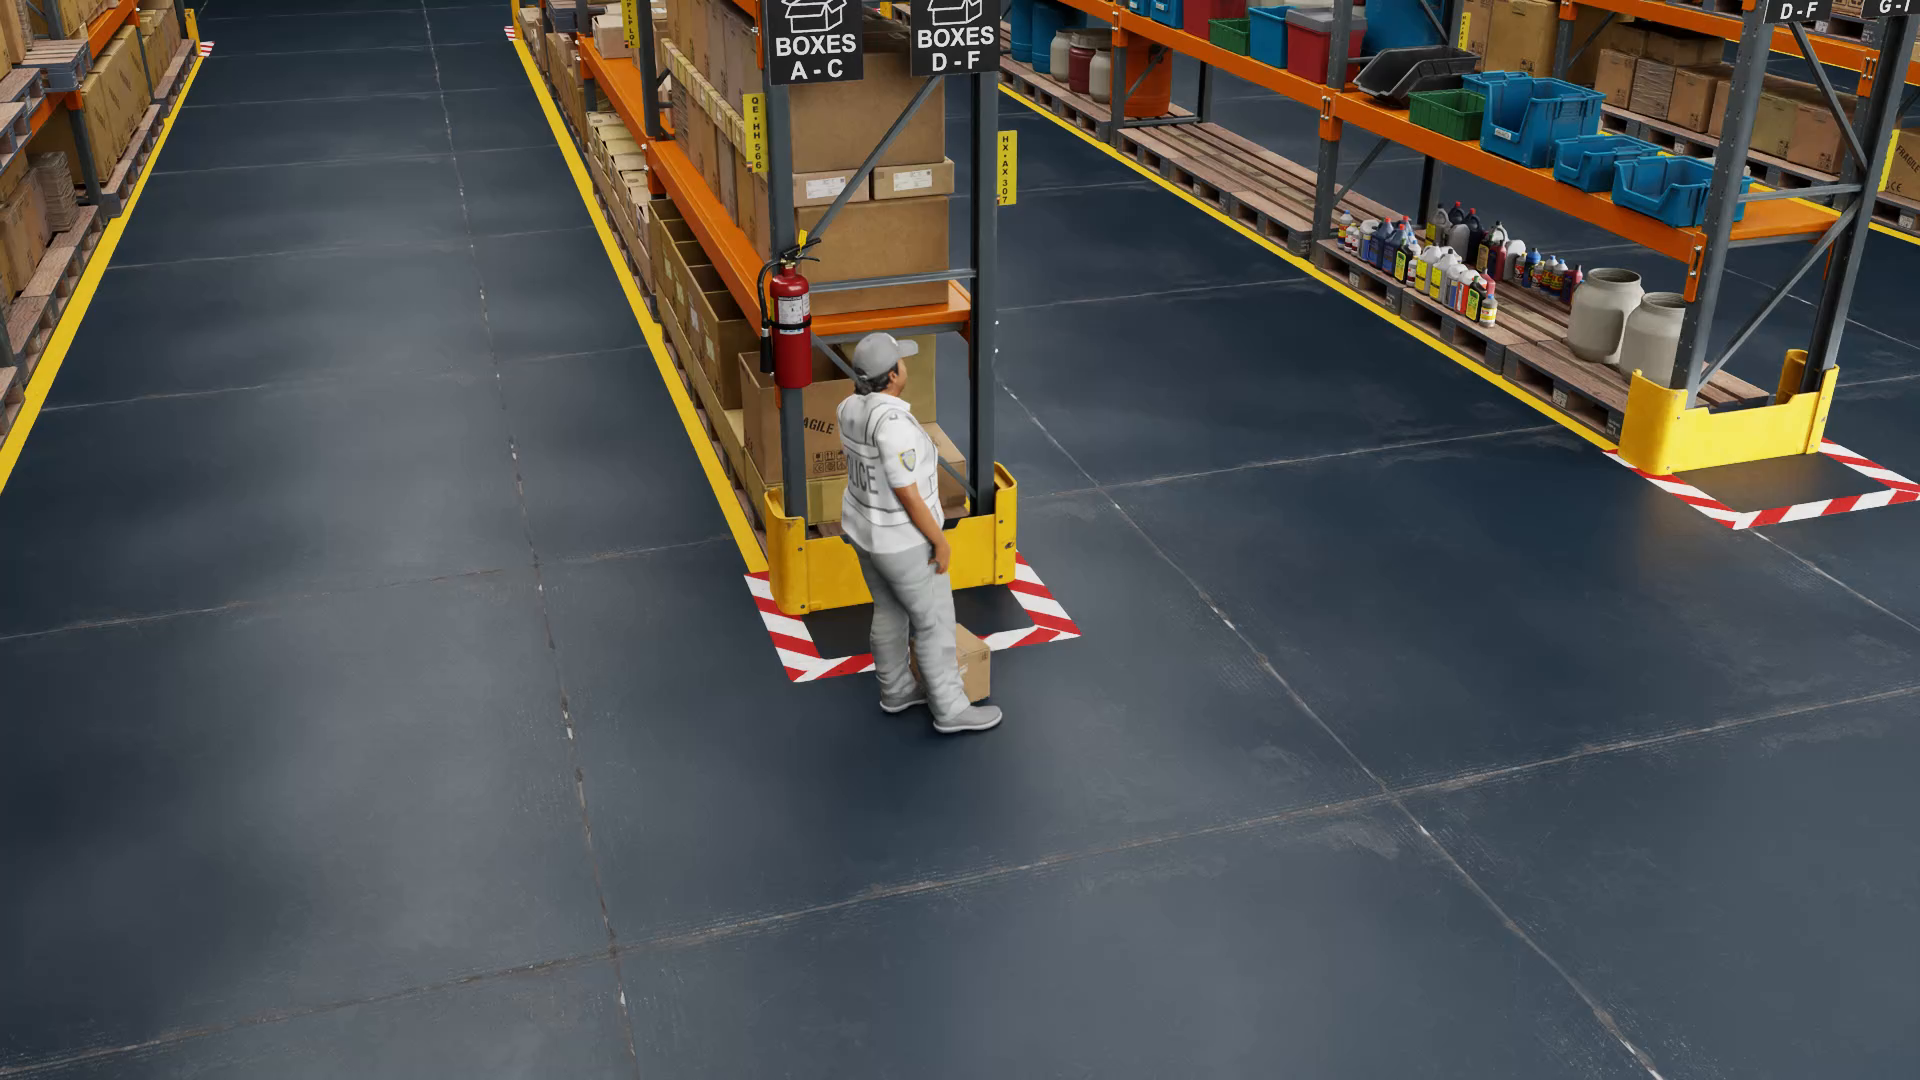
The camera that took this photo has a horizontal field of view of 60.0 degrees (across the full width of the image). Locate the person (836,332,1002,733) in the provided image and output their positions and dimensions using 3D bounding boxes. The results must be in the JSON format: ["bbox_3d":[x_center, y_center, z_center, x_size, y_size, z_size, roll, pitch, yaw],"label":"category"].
[{"bbox_3d":[-0.180,-0.036,6.659,0.529,1.669,0.593,-15,30,-28],"label":"person"}]
